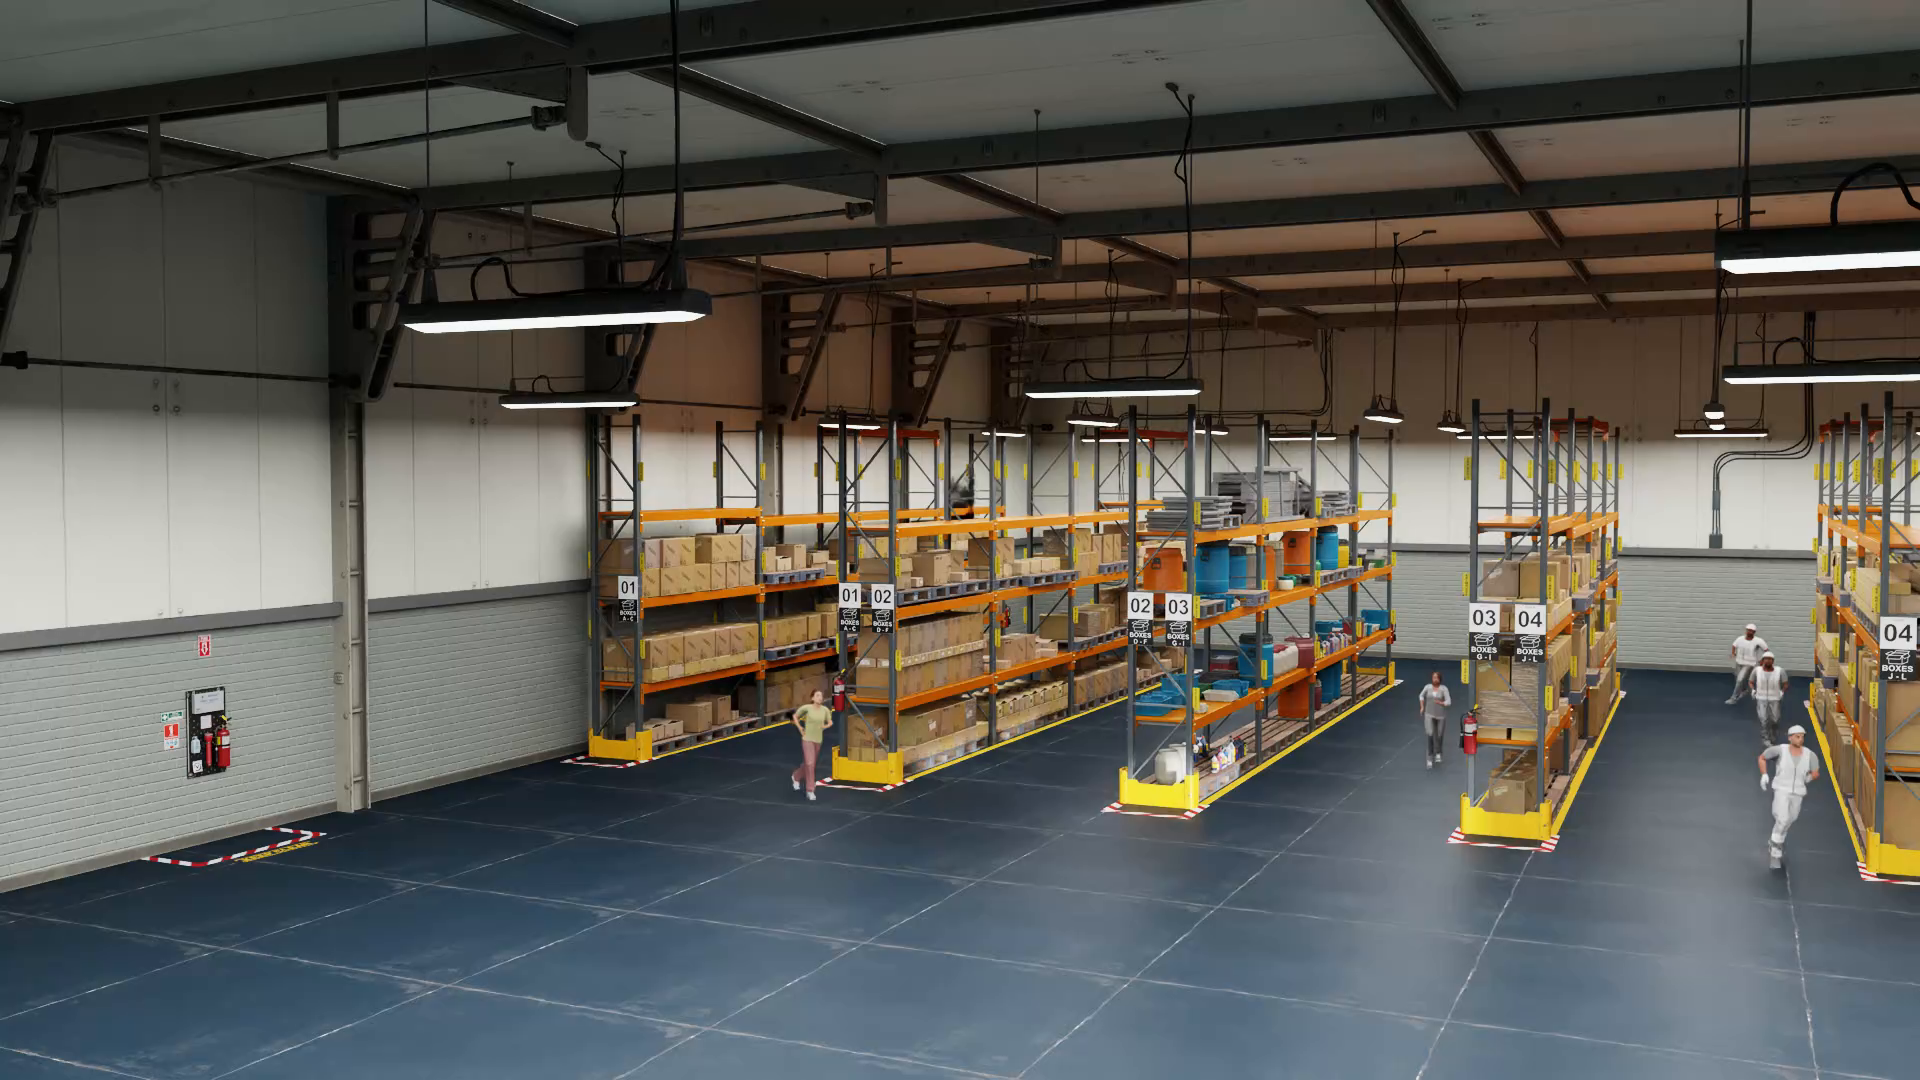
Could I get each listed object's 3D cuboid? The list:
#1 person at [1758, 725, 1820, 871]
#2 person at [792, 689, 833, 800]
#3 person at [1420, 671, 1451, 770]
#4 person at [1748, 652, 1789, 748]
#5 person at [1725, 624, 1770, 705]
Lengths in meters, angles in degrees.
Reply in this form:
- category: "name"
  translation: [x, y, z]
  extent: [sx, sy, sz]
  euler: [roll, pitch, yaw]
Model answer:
- category: "person"
  translation: [10.568, 3.249, 21.185]
  extent: [0.672, 1.812, 0.823]
  euler: [0, 2, 6]
- category: "person"
  translation: [-2.268, 3.133, 25.767]
  extent: [0.603, 1.683, 0.888]
  euler: [-1, 3, -30]
- category: "person"
  translation: [8.040, 3.083, 28.154]
  extent: [0.510, 1.547, 0.737]
  euler: [1, 2, 15]
- category: "person"
  translation: [14.648, 2.891, 30.158]
  extent: [0.655, 1.736, 0.590]
  euler: [1, 3, 28]
- category: "person"
  translation: [16.877, 2.656, 35.687]
  extent: [0.956, 1.727, 0.764]
  euler: [-2, 3, -34]
